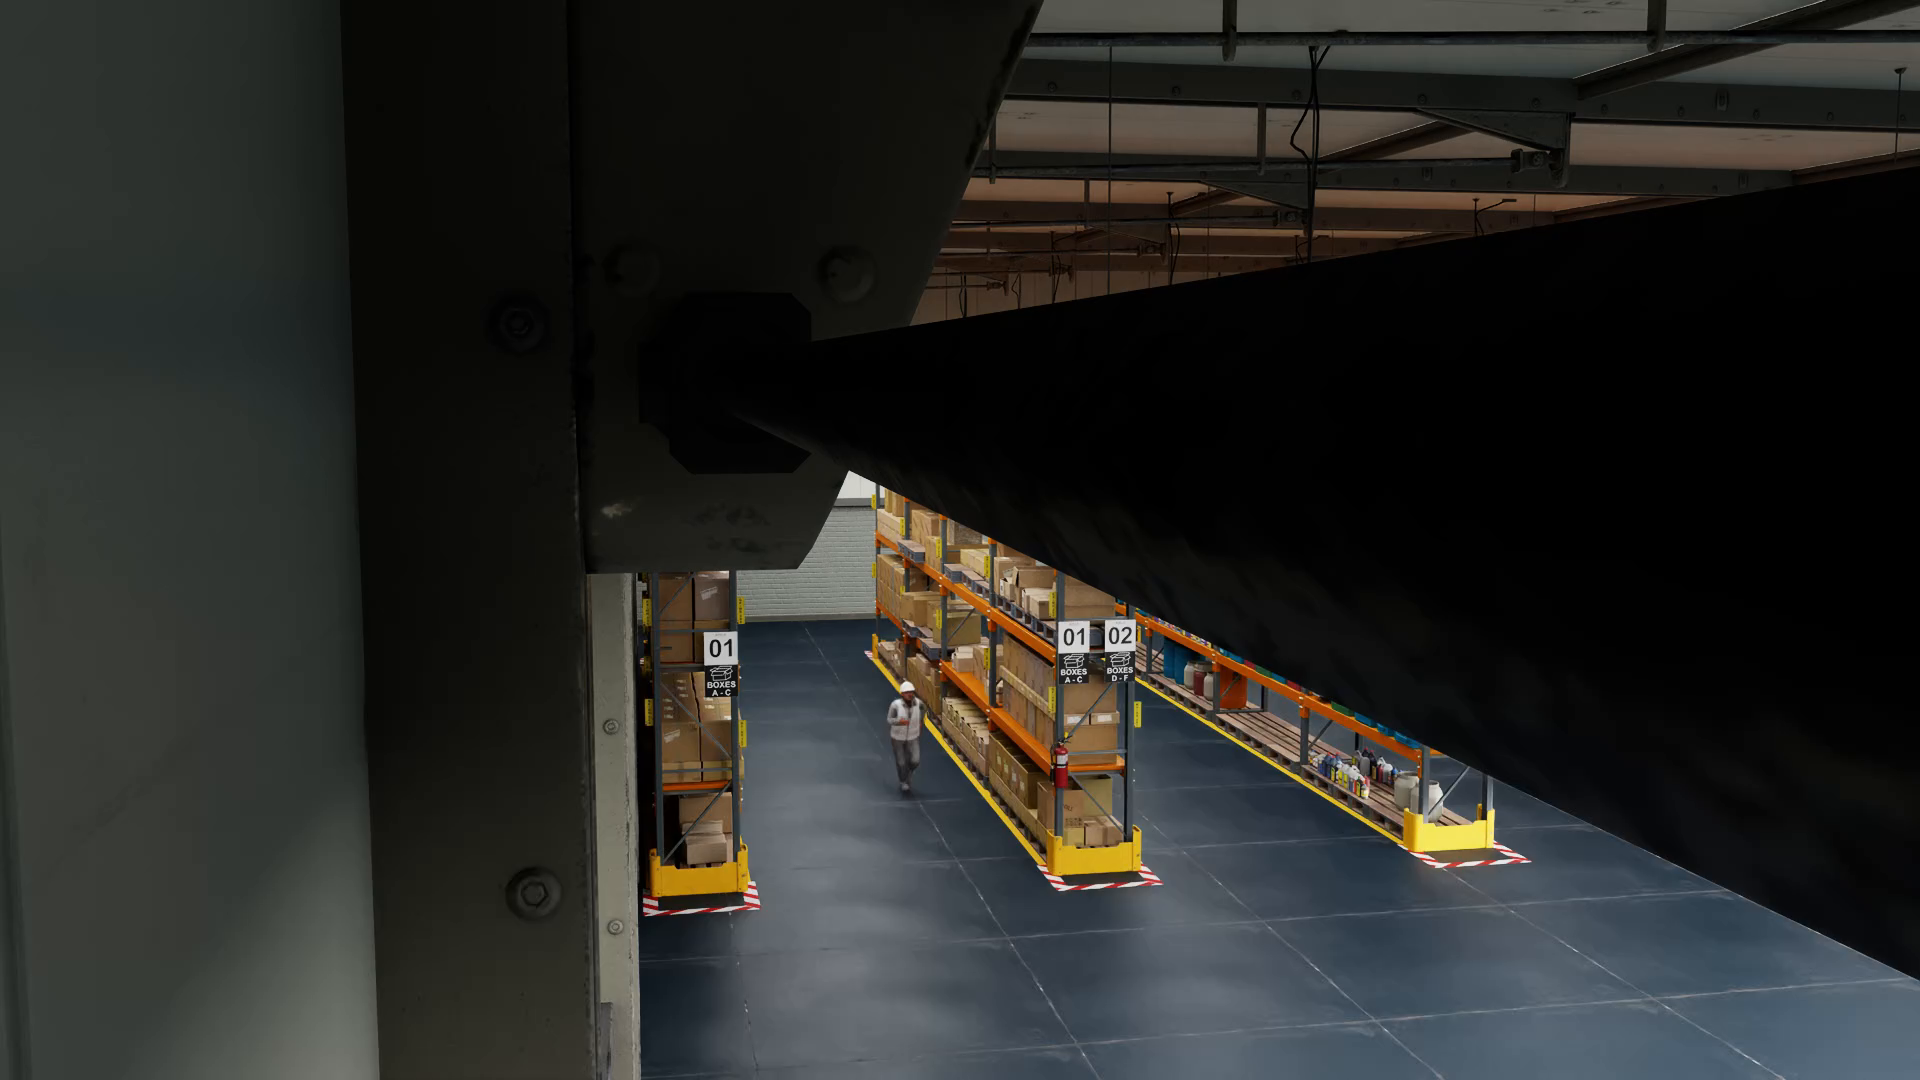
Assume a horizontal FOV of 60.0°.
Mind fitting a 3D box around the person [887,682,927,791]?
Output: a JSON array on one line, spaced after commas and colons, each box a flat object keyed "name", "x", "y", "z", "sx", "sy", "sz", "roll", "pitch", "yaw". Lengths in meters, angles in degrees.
[{"name": "person", "x": -0.773, "y": 2.932, "z": 24.734, "sx": 0.646, "sy": 1.703, "sz": 0.774, "roll": -1, "pitch": 6, "yaw": -12}]
